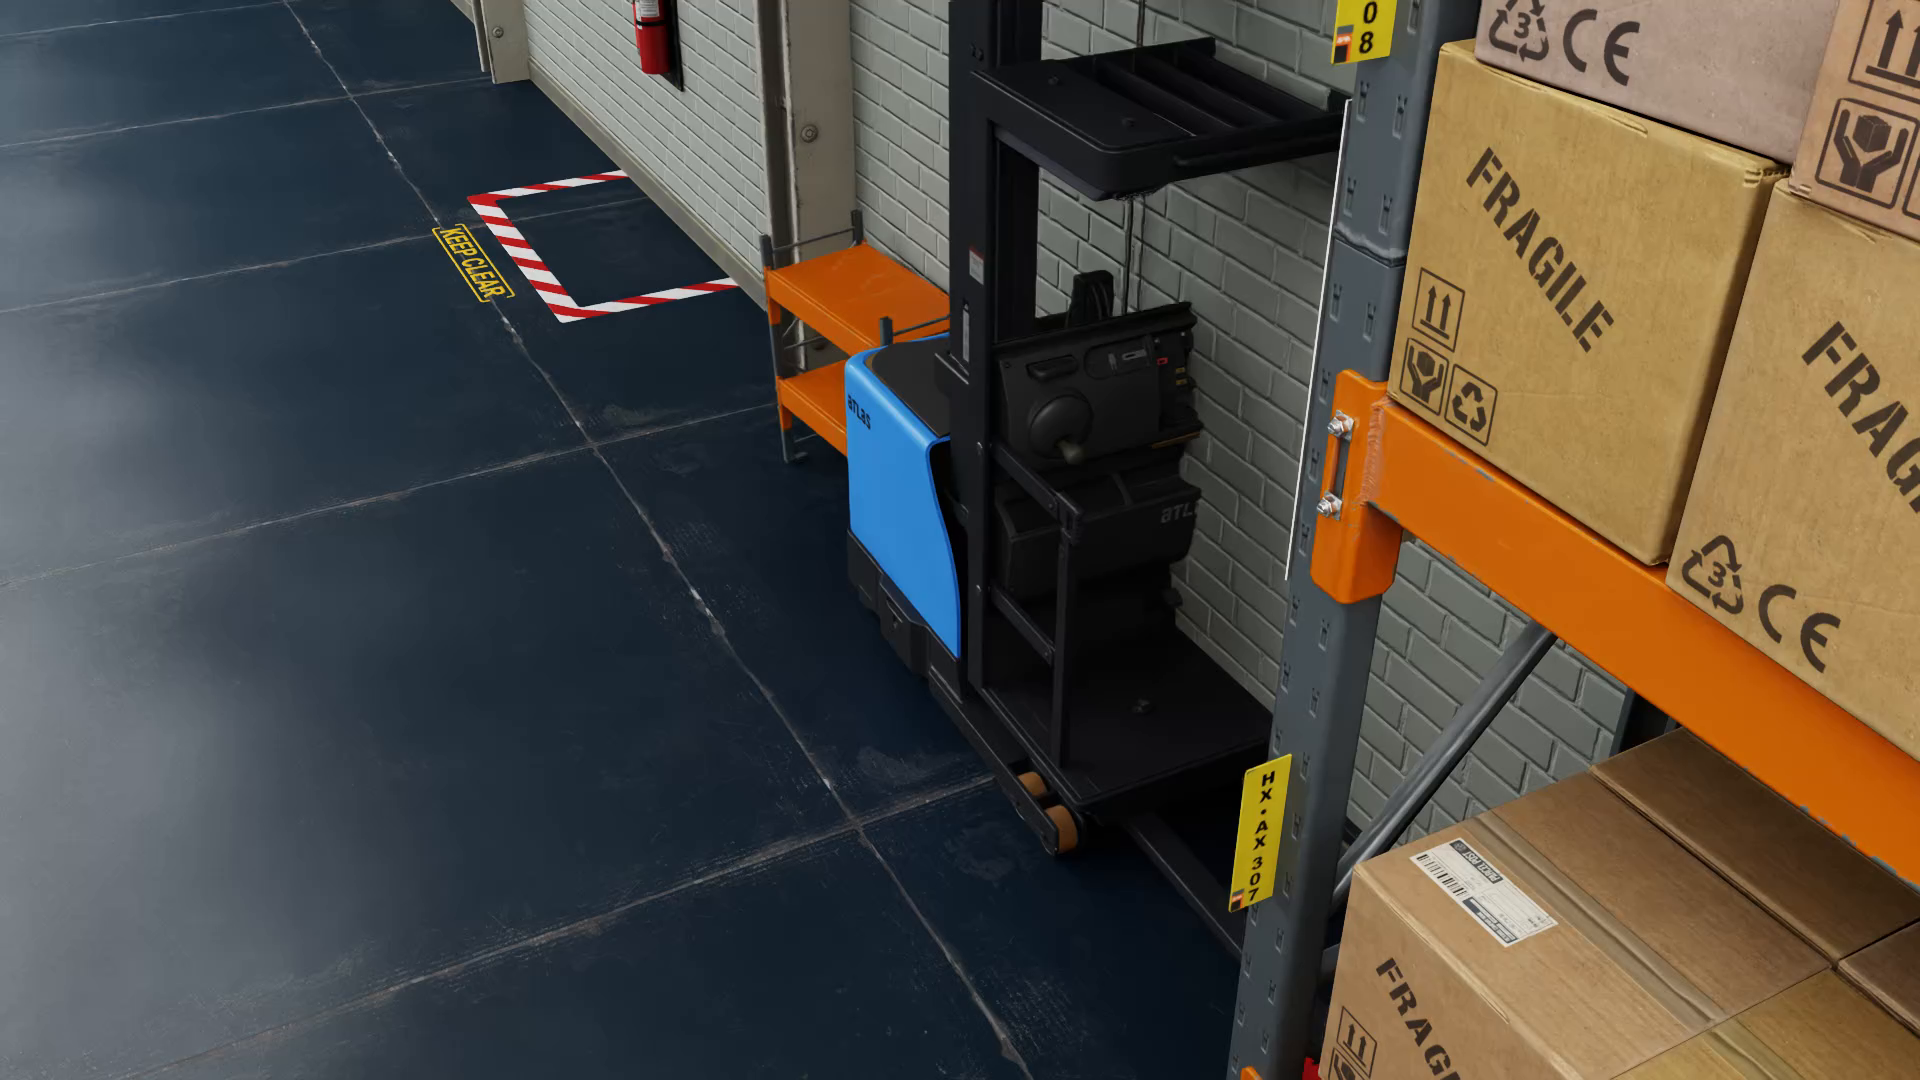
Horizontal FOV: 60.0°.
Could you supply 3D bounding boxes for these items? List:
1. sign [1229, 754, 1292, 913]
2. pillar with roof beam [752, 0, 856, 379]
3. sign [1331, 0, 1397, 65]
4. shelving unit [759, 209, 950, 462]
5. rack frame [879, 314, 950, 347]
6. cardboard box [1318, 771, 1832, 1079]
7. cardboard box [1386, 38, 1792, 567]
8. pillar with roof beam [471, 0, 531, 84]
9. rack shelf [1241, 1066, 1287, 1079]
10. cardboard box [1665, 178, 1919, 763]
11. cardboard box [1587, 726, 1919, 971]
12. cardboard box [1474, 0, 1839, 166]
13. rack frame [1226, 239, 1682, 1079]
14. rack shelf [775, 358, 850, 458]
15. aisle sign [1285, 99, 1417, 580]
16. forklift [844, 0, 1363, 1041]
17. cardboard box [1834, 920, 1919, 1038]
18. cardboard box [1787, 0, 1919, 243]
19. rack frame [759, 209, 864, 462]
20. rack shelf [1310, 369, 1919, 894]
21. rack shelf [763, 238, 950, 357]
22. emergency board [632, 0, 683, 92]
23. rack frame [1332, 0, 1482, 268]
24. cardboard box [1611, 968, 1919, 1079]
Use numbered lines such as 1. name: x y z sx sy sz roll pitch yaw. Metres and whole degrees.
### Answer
1. sign: 0.520 0.509 2.872 0.100 0.325 0.005 -16 36 -23
2. pillar with roof beam: -4.514 -3.453 4.298 9.100 9.000 0.400 -16 36 -23
3. sign: 0.520 -0.758 2.061 0.100 0.325 0.005 -16 36 -23
4. shelving unit: -0.355 -0.696 7.256 0.538 1.125 1.048 -21 38 -26
5. rack frame: -0.078 -0.470 6.895 0.500 1.125 0.032 -21 38 -26
6. cardboard box: 0.957 0.779 2.678 0.500 0.500 0.500 -16 36 -23
7. cardboard box: 0.935 -0.354 2.130 0.500 0.500 0.500 -15 36 -22
8. pillar with roof beam: -7.312 -6.317 8.767 9.100 9.000 0.400 -16 36 -23
9. rack shelf: 1.932 1.994 2.023 1.077 0.370 4.000 -16 36 -23
10. cardboard box: 1.154 -0.089 1.716 0.500 0.500 0.500 -13 35 -20
11. cardboard box: 1.408 0.647 2.884 0.500 0.500 0.500 -16 36 -24
12. cardboard box: 0.965 -0.753 1.826 0.500 0.500 0.500 -19 37 -26
13. rack frame: 1.000 0.737 3.319 1.000 3.000 0.127 -16 36 -23
14. rack shelf: -0.346 -0.493 7.391 0.538 0.278 1.000 -21 38 -26
15. aisle sign: 0.701 -0.317 2.554 0.394 0.787 0.004 -16 36 -23
16. forklift: 0.649 -0.449 5.234 1.130 2.935 3.031 -15 36 -22
17. cardboard box: 1.634 0.890 2.505 0.500 0.500 0.500 -15 36 -22
18. cardboard box: 1.154 -0.501 1.432 0.500 0.500 0.500 -16 36 -24
19. rack frame: -0.633 -0.923 7.617 0.500 1.125 0.032 -21 38 -26
20. rack shelf: 1.932 0.731 1.214 1.077 0.370 4.000 -16 36 -23
21. rack shelf: -0.366 -0.940 7.094 0.538 0.278 1.000 -21 38 -26
22. emergency board: -1.824 -3.199 9.462 0.194 1.169 0.643 -16 36 -23
23. rack frame: 1.000 -1.789 1.701 1.000 3.000 0.127 -16 36 -23
24. cardboard box: 1.178 1.018 2.306 0.500 0.500 0.500 -16 36 -23
